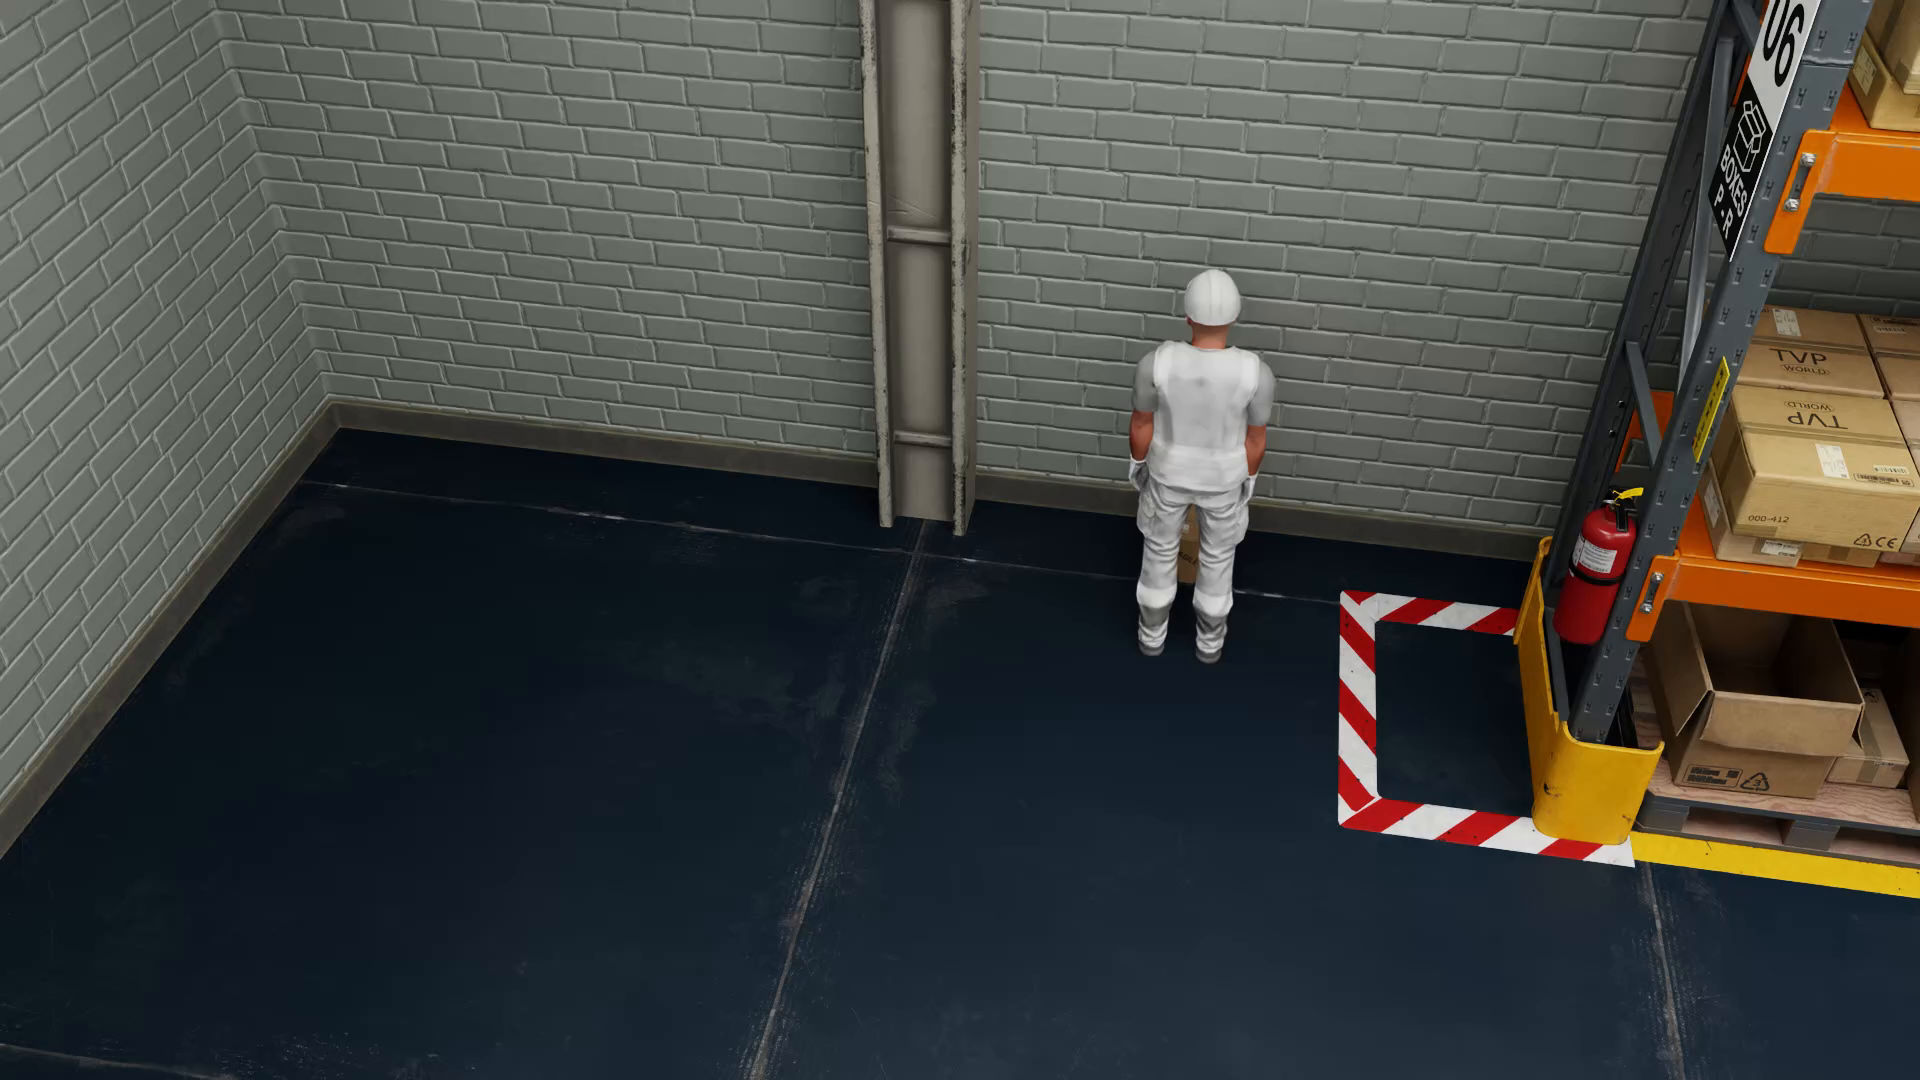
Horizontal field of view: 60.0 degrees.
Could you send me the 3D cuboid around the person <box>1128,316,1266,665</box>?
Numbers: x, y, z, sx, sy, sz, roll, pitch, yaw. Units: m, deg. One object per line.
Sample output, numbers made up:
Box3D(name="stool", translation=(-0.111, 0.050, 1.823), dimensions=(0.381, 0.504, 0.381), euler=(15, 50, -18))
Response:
Box3D(name="person", translation=(0.904, -0.245, 6.467), dimensions=(0.518, 1.737, 0.340), euler=(7, 41, 9))
